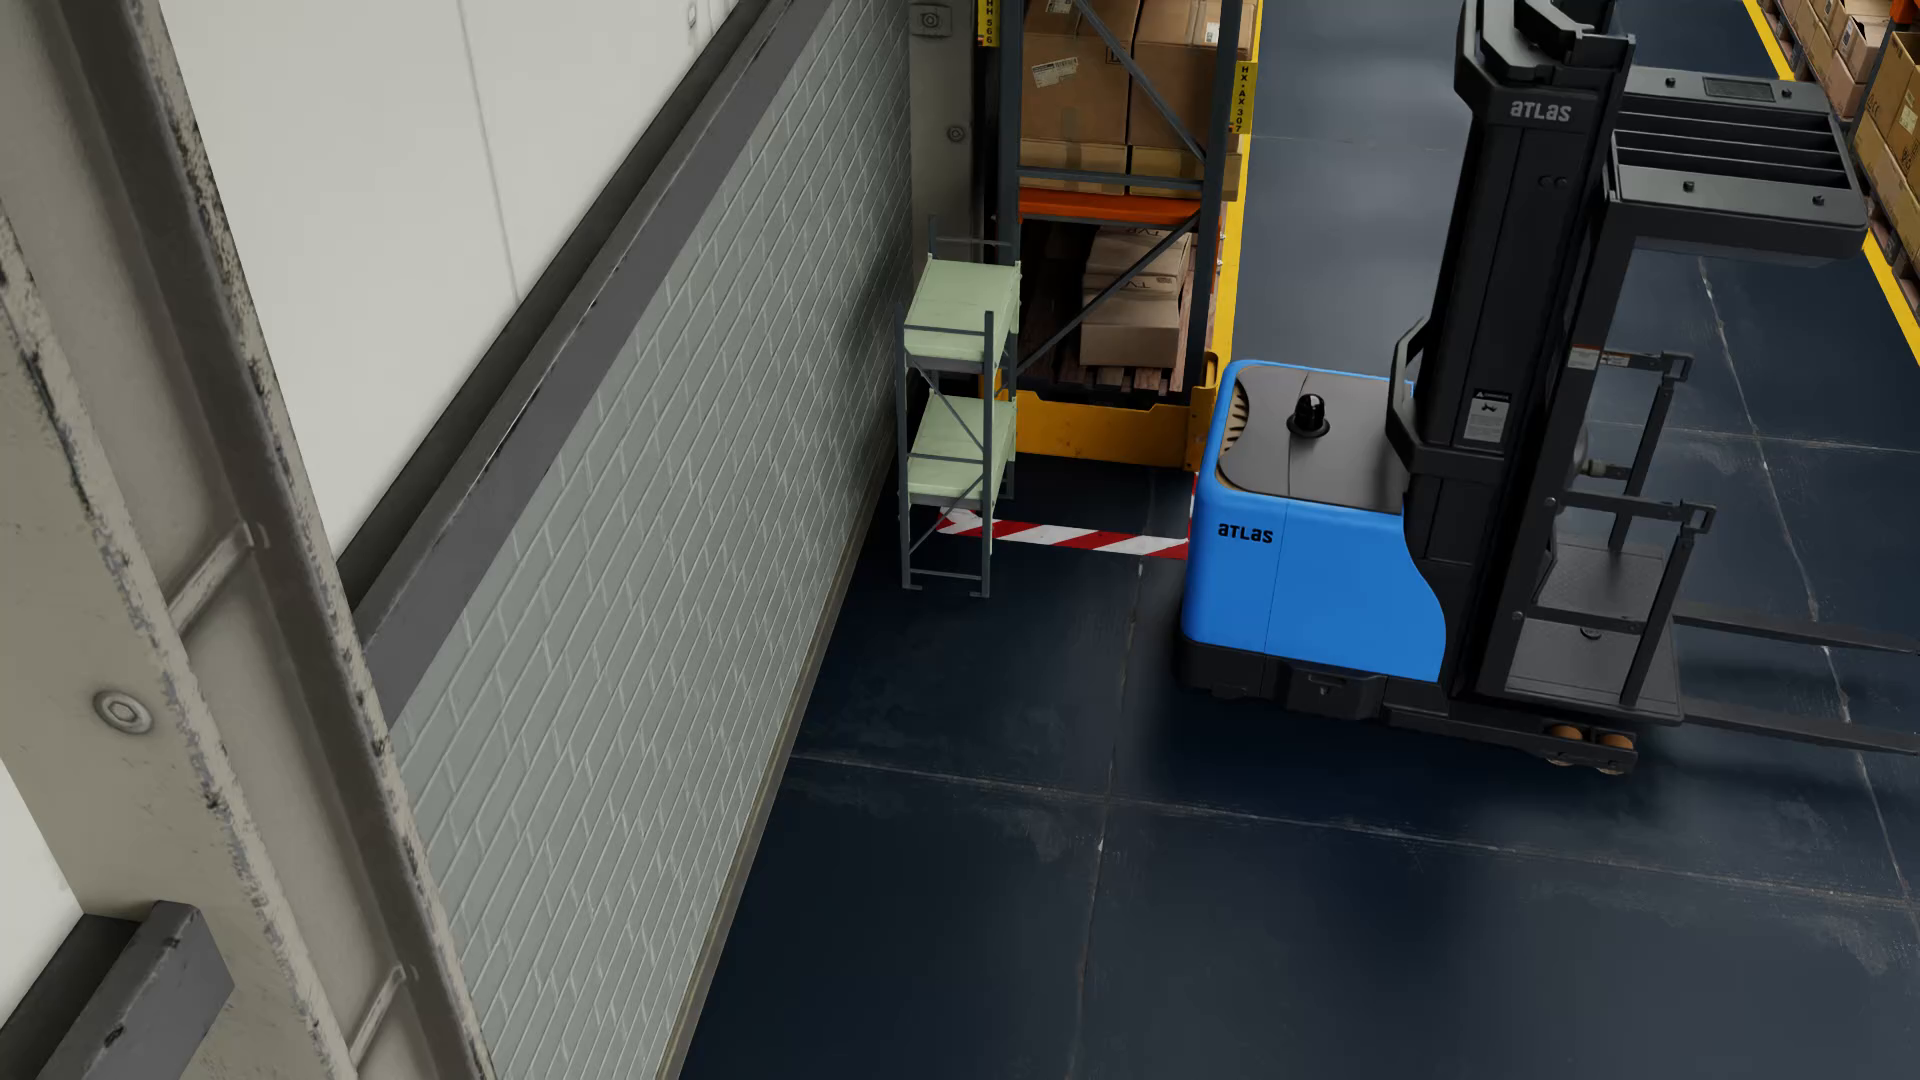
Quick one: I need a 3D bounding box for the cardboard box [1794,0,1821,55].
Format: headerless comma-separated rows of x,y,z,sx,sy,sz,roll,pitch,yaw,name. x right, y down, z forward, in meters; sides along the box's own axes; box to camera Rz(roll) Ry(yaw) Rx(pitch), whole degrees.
6.206,-3.611,11.688,0.500,0.250,0.500,7,40,9,cardboard box

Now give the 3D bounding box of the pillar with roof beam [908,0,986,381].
4.179,-3.984,5.603,9.100,9.000,0.400,6,40,8,pillar with roof beam

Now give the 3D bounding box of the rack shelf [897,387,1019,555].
-0.001,-0.323,7.572,0.431,0.370,0.720,6,40,8,rack shelf

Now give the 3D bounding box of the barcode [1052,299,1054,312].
0.488,-1.228,8.736,0.001,0.075,0.075,6,40,8,barcode

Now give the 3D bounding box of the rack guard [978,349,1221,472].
0.683,-0.696,8.296,1.175,0.500,0.348,6,40,8,rack guard

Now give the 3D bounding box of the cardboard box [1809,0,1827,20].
6.202,-3.822,11.504,0.500,0.311,0.500,6,40,8,cardboard box

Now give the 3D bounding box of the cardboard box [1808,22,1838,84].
6.118,-3.290,11.300,0.500,0.250,0.500,6,40,7,cardboard box

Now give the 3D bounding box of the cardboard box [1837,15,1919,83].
6.030,-3.182,10.730,0.500,0.311,0.500,6,40,8,cardboard box

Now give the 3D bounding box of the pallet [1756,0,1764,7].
6.753,-4.501,13.126,1.003,0.211,1.213,6,40,8,pallet

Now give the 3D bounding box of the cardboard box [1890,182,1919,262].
5.680,-1.796,9.493,0.500,0.250,0.500,6,40,8,cardboard box

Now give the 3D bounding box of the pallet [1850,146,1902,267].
6.063,-2.009,10.111,1.003,0.211,1.213,6,40,8,pallet

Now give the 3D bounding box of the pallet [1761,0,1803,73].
6.540,-3.738,12.202,1.003,0.211,1.213,6,40,8,pallet

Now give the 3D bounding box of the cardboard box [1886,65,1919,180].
5.775,-2.398,9.633,0.500,0.500,0.500,6,40,8,cardboard box

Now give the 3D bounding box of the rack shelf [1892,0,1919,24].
5.896,-2.046,8.531,1.077,0.370,4.000,6,40,8,rack shelf

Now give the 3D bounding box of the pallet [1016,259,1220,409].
0.859,-1.090,9.000,1.003,0.211,1.213,6,40,8,pallet

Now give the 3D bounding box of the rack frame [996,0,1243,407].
0.670,-1.612,7.442,1.000,3.000,0.127,6,40,8,rack frame

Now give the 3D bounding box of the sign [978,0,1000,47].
0.127,-2.253,7.062,0.100,0.325,0.005,6,40,8,sign

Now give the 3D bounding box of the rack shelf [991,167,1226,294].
1.016,-2.589,9.189,1.077,0.370,4.000,6,40,8,rack shelf

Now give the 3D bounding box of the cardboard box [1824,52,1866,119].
6.028,-2.972,10.916,0.500,0.250,0.500,6,40,7,cardboard box

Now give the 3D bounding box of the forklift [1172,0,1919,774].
2.476,-0.561,6.226,3.031,2.935,1.130,9,40,11,forklift

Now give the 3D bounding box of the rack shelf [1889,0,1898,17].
6.588,-4.556,11.568,1.077,0.370,4.000,6,40,8,rack shelf

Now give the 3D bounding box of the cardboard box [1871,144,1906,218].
5.772,-2.109,9.872,0.500,0.250,0.500,6,40,8,cardboard box

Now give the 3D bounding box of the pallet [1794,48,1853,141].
6.331,-2.970,11.273,1.003,0.211,1.213,6,40,8,pallet

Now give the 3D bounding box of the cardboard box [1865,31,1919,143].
5.853,-2.713,10.014,0.500,0.500,0.500,6,40,8,cardboard box

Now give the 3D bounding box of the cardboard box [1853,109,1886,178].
5.863,-2.423,10.251,0.500,0.250,0.500,6,40,8,cardboard box

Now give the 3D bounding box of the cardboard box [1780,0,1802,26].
6.295,-3.930,12.074,0.500,0.250,0.500,7,40,9,cardboard box

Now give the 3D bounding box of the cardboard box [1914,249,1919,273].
5.599,-1.482,9.113,0.500,0.250,0.500,6,40,8,cardboard box

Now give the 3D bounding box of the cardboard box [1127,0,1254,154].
1.049,-2.117,7.567,0.500,0.500,0.500,6,40,8,cardboard box

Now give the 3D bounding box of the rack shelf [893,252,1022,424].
-0.001,-0.875,7.115,0.431,0.370,0.720,6,40,8,rack shelf

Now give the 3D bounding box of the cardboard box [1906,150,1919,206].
5.681,-2.085,9.254,0.500,0.500,0.500,6,40,8,cardboard box

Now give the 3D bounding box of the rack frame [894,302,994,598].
-0.064,-0.344,7.086,0.400,1.500,0.023,6,40,8,rack frame

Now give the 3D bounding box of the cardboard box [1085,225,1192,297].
0.977,-1.527,9.104,0.500,0.311,0.500,10,41,11,cardboard box

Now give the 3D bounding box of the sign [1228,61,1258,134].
1.205,-1.885,7.094,0.100,0.325,0.005,6,40,8,sign

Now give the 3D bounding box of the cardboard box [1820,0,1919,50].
6.114,-3.509,11.125,0.500,0.311,0.500,7,40,9,cardboard box

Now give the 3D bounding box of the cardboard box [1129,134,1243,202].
1.067,-1.833,7.811,0.500,0.250,0.500,5,40,6,cardboard box

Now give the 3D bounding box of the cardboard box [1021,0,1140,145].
0.542,-2.170,7.631,0.500,0.500,0.500,6,40,7,cardboard box

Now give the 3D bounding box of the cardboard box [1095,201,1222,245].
1.153,-2.055,9.594,0.700,0.500,0.500,4,40,5,cardboard box

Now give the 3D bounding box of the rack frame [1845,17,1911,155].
6.242,-3.578,9.820,1.000,3.000,0.127,6,40,8,rack frame

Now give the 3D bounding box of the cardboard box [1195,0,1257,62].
1.144,-2.426,7.941,0.500,0.500,0.500,7,40,8,cardboard box

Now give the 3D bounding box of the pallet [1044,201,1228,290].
1.072,-1.854,9.923,1.003,0.211,1.213,6,40,8,pallet

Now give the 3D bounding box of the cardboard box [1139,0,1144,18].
0.639,-2.485,8.011,0.500,0.500,0.500,7,40,8,cardboard box

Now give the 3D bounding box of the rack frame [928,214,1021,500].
0.062,-0.804,7.642,0.400,1.500,0.023,6,40,8,rack frame

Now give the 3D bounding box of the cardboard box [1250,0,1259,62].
1.240,-2.750,8.332,0.500,0.500,0.500,5,40,6,cardboard box

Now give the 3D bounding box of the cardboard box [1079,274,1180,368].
0.879,-1.169,8.672,0.500,0.311,0.500,2,40,3,cardboard box

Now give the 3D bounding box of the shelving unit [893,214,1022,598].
-0.001,-0.574,7.364,0.431,1.500,0.755,6,40,8,shelving unit

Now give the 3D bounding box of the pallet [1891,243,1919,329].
5.854,-1.241,9.182,1.003,0.211,1.213,6,40,8,pallet

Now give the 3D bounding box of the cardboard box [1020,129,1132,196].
0.560,-1.876,7.864,0.500,0.250,0.500,7,40,8,cardboard box
